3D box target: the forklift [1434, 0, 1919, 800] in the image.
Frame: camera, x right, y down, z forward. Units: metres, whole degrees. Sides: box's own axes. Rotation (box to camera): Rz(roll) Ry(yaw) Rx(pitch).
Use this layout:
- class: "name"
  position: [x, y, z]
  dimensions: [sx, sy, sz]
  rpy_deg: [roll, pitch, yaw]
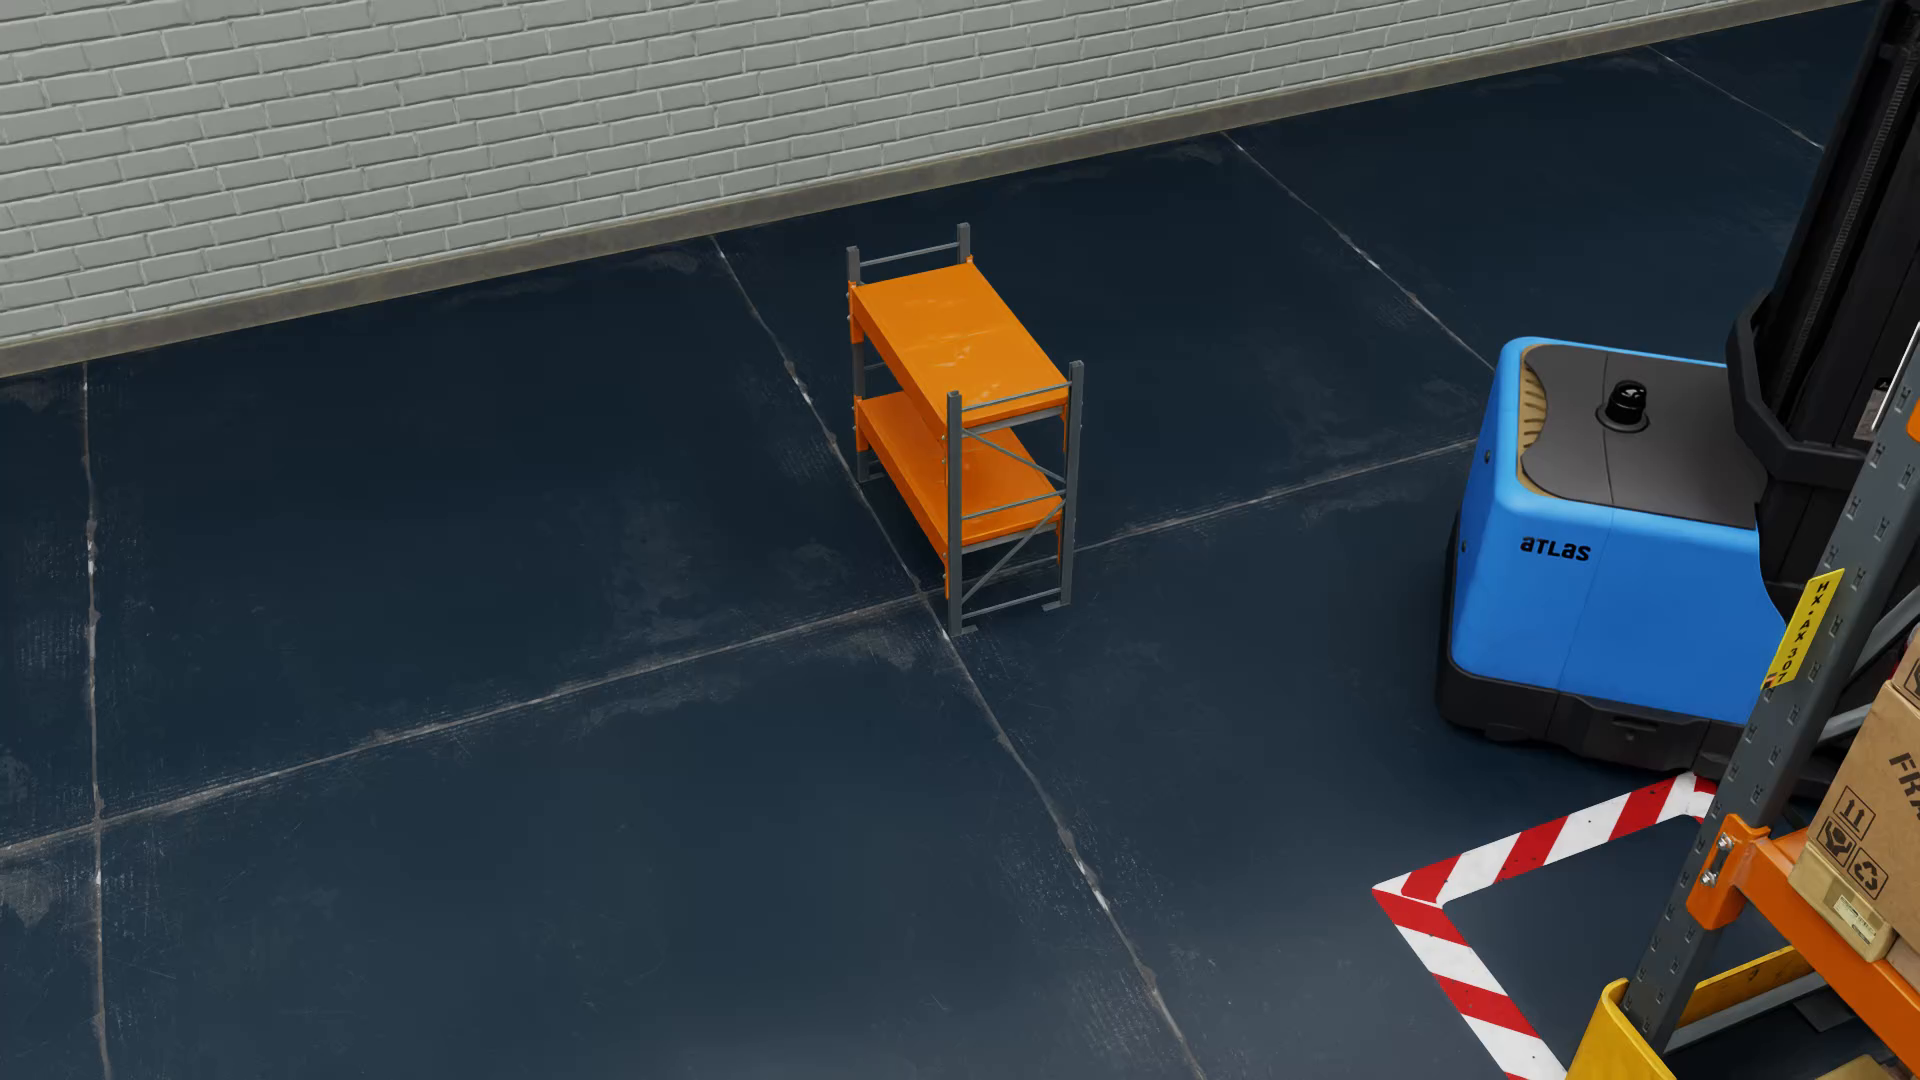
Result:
- class: "forklift"
  position: [3.276, -0.485, 5.066]
  dimensions: [3.031, 2.935, 1.130]
  rpy_deg: [10, 42, 12]

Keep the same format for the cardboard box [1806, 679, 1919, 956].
- class: "cardboard box"
  position: [2.222, 0.575, 3.475]
  dimensions: [0.500, 0.500, 0.500]
  rpy_deg: [-13, 42, -15]

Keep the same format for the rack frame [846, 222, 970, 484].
- class: "rack frame"
  position: [-0.197, -0.737, 6.744]
  dimensions: [0.500, 1.125, 0.032]
  rpy_deg: [-15, 43, -17]

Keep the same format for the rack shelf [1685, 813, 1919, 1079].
- class: "rack shelf"
  position: [3.070, 1.864, 2.833]
  dimensions: [1.077, 0.370, 4.000]
  rpy_deg: [-15, 43, -17]

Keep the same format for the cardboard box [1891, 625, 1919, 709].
- class: "cardboard box"
  position: [2.232, 0.194, 3.153]
  dimensions: [0.500, 0.500, 0.500]
  rpy_deg: [-15, 43, -17]

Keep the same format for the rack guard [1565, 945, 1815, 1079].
- class: "rack guard"
  position: [2.334, 1.380, 4.761]
  dimensions: [1.175, 0.500, 0.348]
  rpy_deg: [-15, 43, -17]

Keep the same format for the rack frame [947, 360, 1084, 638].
- class: "rack frame"
  position: [0.192, -0.124, 6.032]
  dimensions: [0.500, 1.125, 0.032]
  rpy_deg: [-15, 43, -17]

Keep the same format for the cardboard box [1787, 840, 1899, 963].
- class: "cardboard box"
  position: [2.126, 0.759, 3.760]
  dimensions: [0.380, 0.149, 0.250]
  rpy_deg: [-15, 43, -17]

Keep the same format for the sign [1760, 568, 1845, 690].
- class: "sign"
  position: [1.804, 0.194, 3.560]
  dimensions: [0.100, 0.325, 0.005]
  rpy_deg: [-15, 43, -17]

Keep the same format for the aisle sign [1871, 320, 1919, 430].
- class: "aisle sign"
  position: [2.000, -0.568, 3.116]
  dimensions: [0.394, 0.787, 0.004]
  rpy_deg: [-15, 43, -17]

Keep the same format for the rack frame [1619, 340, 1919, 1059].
- class: "rack frame"
  position: [2.305, 0.387, 4.000]
  dimensions: [1.000, 3.000, 0.127]
  rpy_deg: [-15, 43, -17]

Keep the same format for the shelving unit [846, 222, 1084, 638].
- class: "shelving unit"
  position: [-0.003, -0.431, 6.388]
  dimensions: [0.538, 1.125, 1.048]
  rpy_deg: [-15, 43, -17]

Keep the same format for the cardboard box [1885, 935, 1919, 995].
- class: "cardboard box"
  position: [2.262, 0.902, 3.593]
  dimensions: [0.380, 0.149, 0.250]
  rpy_deg: [-14, 43, -15]

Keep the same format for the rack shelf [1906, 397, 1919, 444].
- class: "rack shelf"
  position: [3.070, 0.727, 1.855]
  dimensions: [1.077, 0.370, 4.000]
  rpy_deg: [-15, 43, -17]

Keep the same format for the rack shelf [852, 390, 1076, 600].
- class: "rack shelf"
  position: [-0.003, -0.245, 6.547]
  dimensions: [0.538, 0.278, 1.000]
  rpy_deg: [-15, 43, -17]

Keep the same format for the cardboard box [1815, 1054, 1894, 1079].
- class: "cardboard box"
  position: [2.192, 1.483, 4.133]
  dimensions: [0.380, 0.149, 0.250]
  rpy_deg: [-17, 44, -19]

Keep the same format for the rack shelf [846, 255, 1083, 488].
- class: "rack shelf"
  position: [-0.003, -0.652, 6.197]
  dimensions: [0.538, 0.278, 1.000]
  rpy_deg: [-15, 43, -17]

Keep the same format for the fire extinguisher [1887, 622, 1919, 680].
- class: "fire extinguisher"
  position: [2.635, 0.291, 4.457]
  dimensions: [0.296, 0.674, 0.183]
  rpy_deg: [-15, 43, -17]
